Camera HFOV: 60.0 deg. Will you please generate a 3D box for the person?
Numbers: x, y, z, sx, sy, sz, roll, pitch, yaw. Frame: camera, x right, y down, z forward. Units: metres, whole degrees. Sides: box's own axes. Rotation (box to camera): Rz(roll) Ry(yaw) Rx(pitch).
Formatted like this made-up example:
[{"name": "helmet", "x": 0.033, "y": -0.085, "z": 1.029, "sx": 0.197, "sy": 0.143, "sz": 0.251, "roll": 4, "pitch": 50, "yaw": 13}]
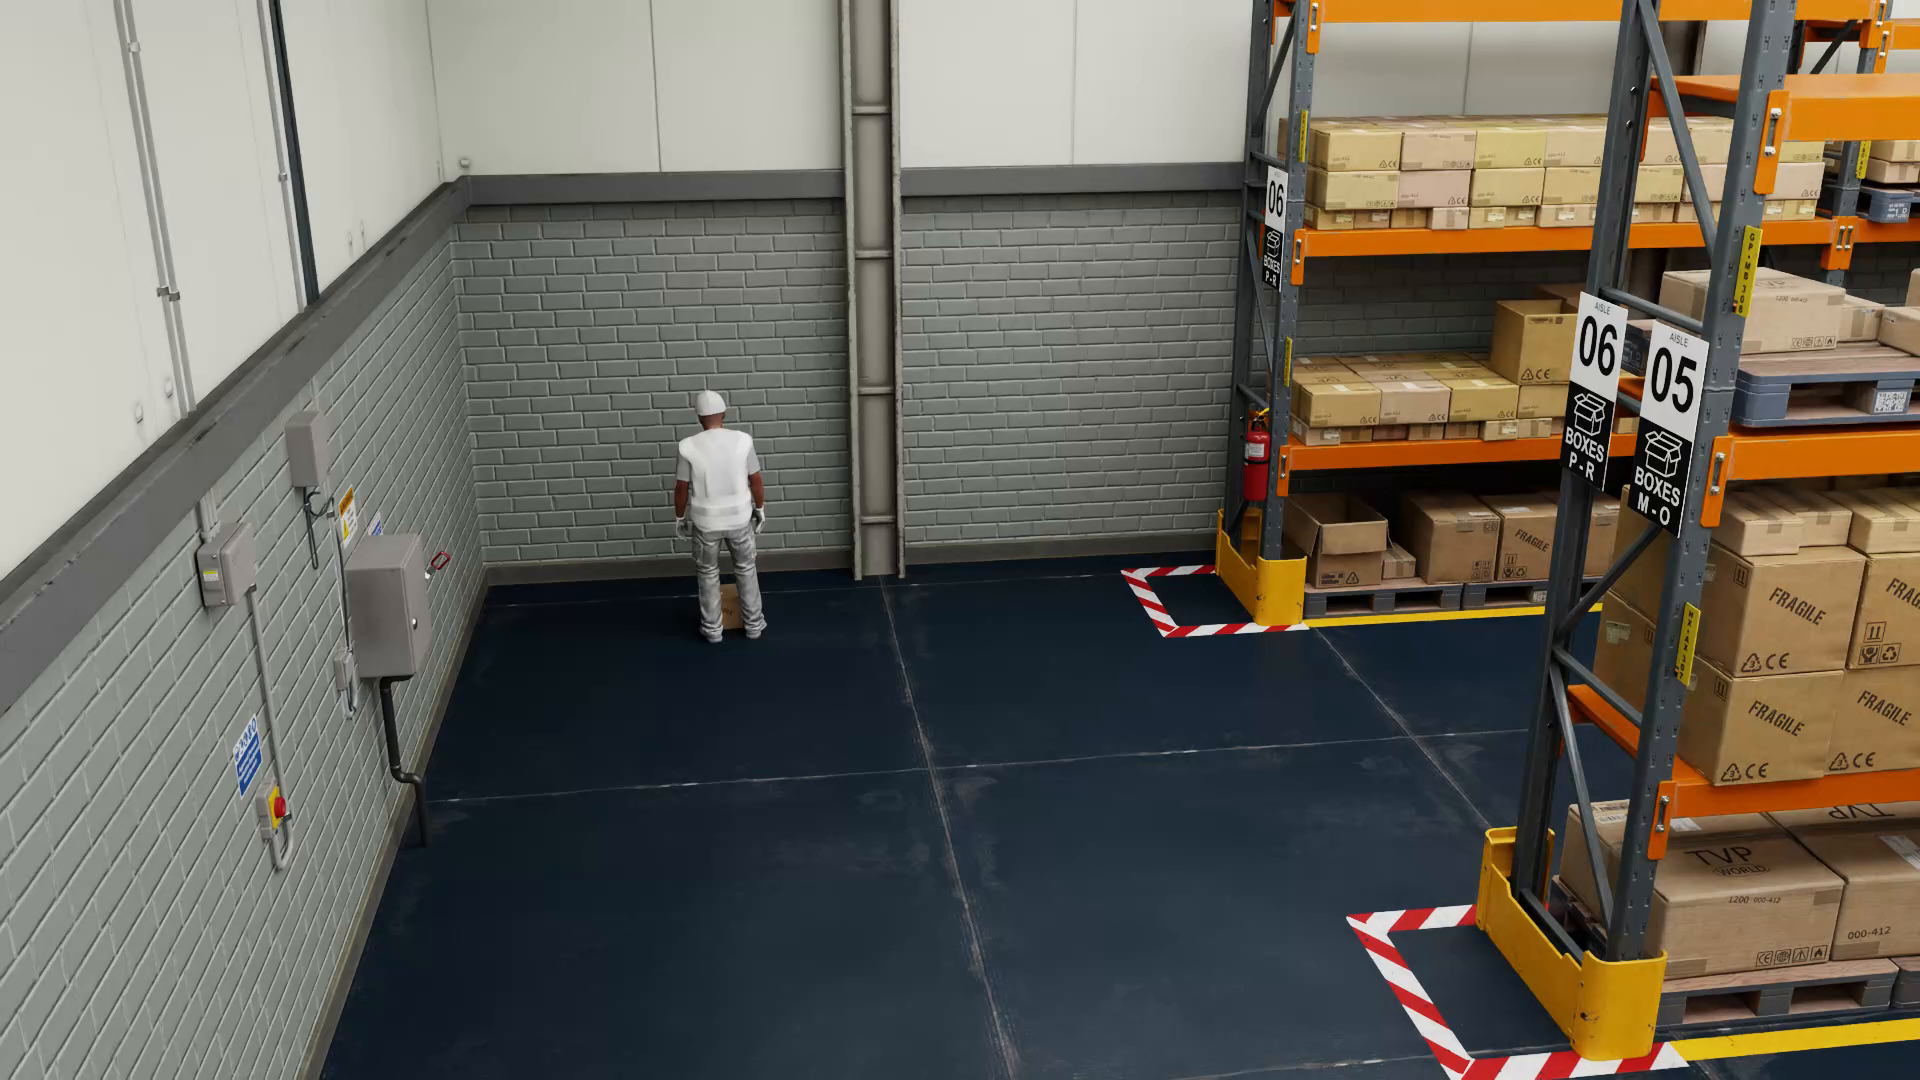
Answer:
[{"name": "person", "x": -1.657, "y": -0.157, "z": 11.493, "sx": 0.628, "sy": 1.774, "sz": 0.449, "roll": -5, "pitch": 21, "yaw": -15}]
